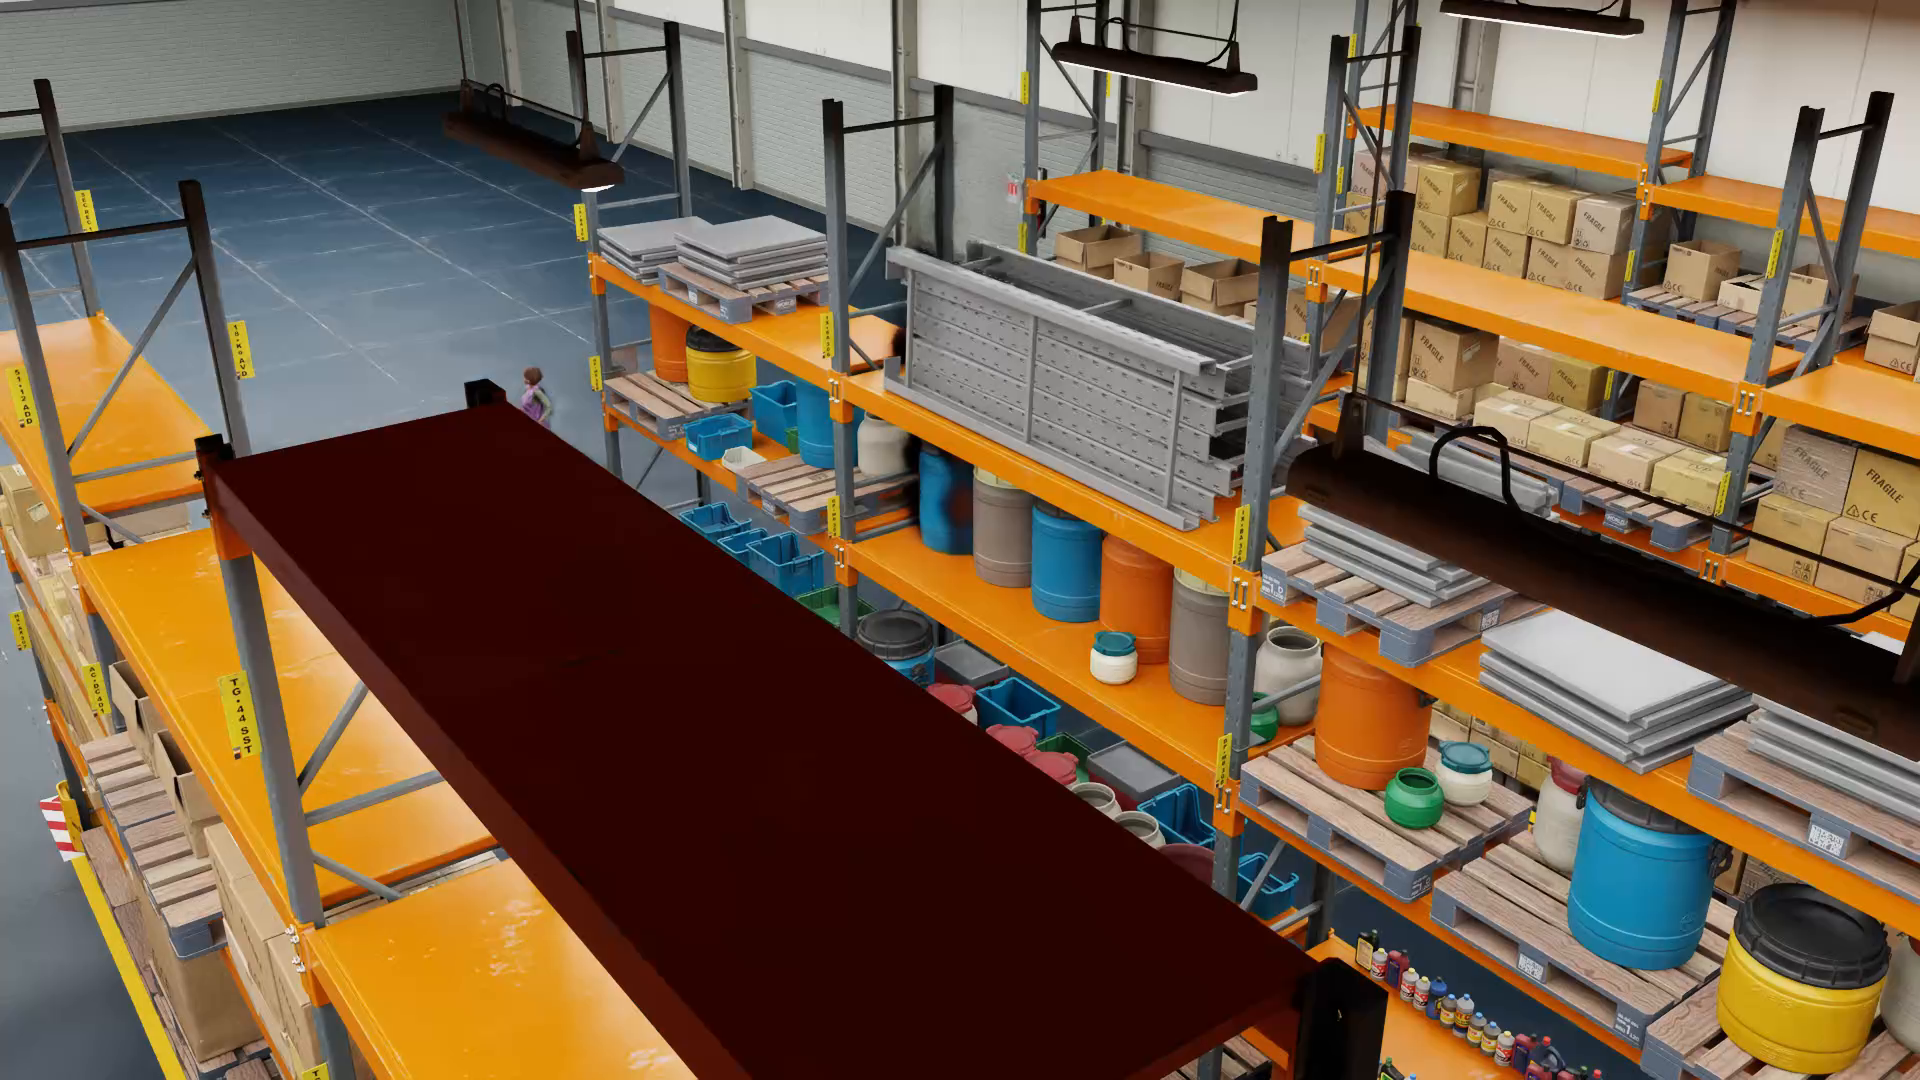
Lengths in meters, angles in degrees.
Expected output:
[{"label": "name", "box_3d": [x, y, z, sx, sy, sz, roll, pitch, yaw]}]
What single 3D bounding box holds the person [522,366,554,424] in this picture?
[{"label": "person", "box_3d": [-5.057, -1.342, 20.037, 0.719, 1.581, 0.543, -9, 26, -18]}]
